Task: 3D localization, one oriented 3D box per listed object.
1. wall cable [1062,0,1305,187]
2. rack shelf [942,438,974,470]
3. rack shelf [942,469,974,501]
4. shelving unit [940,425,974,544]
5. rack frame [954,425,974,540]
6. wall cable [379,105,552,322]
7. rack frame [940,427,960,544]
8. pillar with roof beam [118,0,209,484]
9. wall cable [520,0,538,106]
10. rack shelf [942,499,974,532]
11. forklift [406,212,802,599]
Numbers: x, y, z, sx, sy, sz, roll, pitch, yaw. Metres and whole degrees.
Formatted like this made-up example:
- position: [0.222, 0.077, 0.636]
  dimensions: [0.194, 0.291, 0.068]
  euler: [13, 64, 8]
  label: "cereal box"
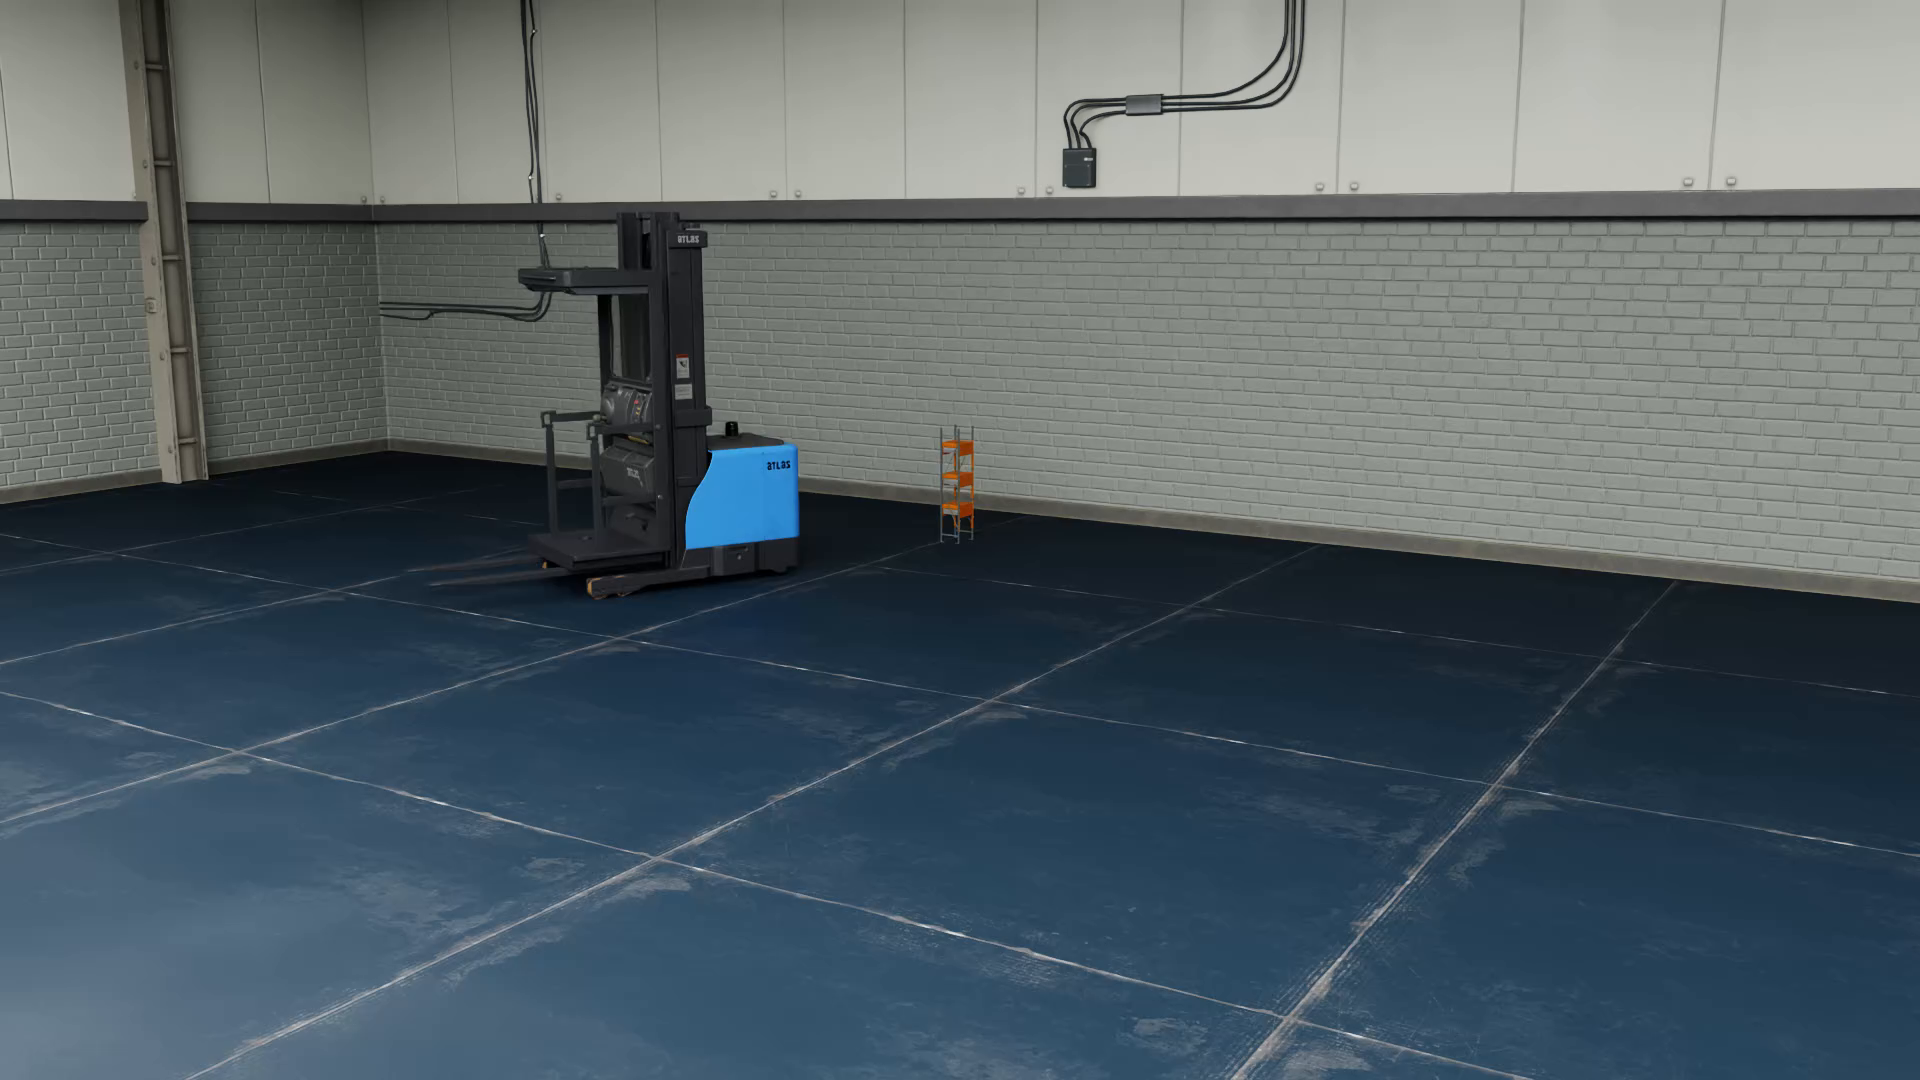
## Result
- position: [1.974, -6.200, 14.668]
  dimensions: [2.305, 6.003, 0.169]
  euler: [6, 12, 31]
  label: "wall cable"
- position: [-0.028, -0.776, 15.058]
  dimensions: [0.215, 0.259, 0.240]
  euler: [6, 12, 31]
  label: "rack shelf"
- position: [-0.028, -0.497, 15.110]
  dimensions: [0.215, 0.259, 0.240]
  euler: [6, 12, 31]
  label: "rack shelf"
- position: [-0.028, -0.508, 15.108]
  dimensions: [0.215, 1.050, 0.252]
  euler: [6, 12, 31]
  label: "shelving unit"
- position: [0.036, -0.527, 15.211]
  dimensions: [0.200, 1.050, 0.008]
  euler: [6, 12, 31]
  label: "rack frame"
- position: [-6.131, -3.911, 20.125]
  dimensions: [3.097, 2.526, 0.112]
  euler: [6, 12, 31]
  label: "wall cable"
- position: [-0.091, -0.488, 15.006]
  dimensions: [0.200, 1.050, 0.008]
  euler: [6, 12, 31]
  label: "rack frame"
- position: [-5.112, -4.689, 15.842]
  dimensions: [9.100, 9.000, 0.400]
  euler: [6, 12, 31]
  label: "pillar with roof beam"
- position: [-3.819, -6.135, 18.280]
  dimensions: [3.097, 2.526, 0.112]
  euler: [6, 12, 31]
  label: "wall cable"
- position: [-0.028, -0.224, 15.162]
  dimensions: [0.215, 0.259, 0.240]
  euler: [6, 12, 31]
  label: "rack shelf"
- position: [-2.825, -1.093, 13.125]
  dimensions: [3.031, 2.935, 1.130]
  euler: [-7, 13, -33]
  label: "forklift"
